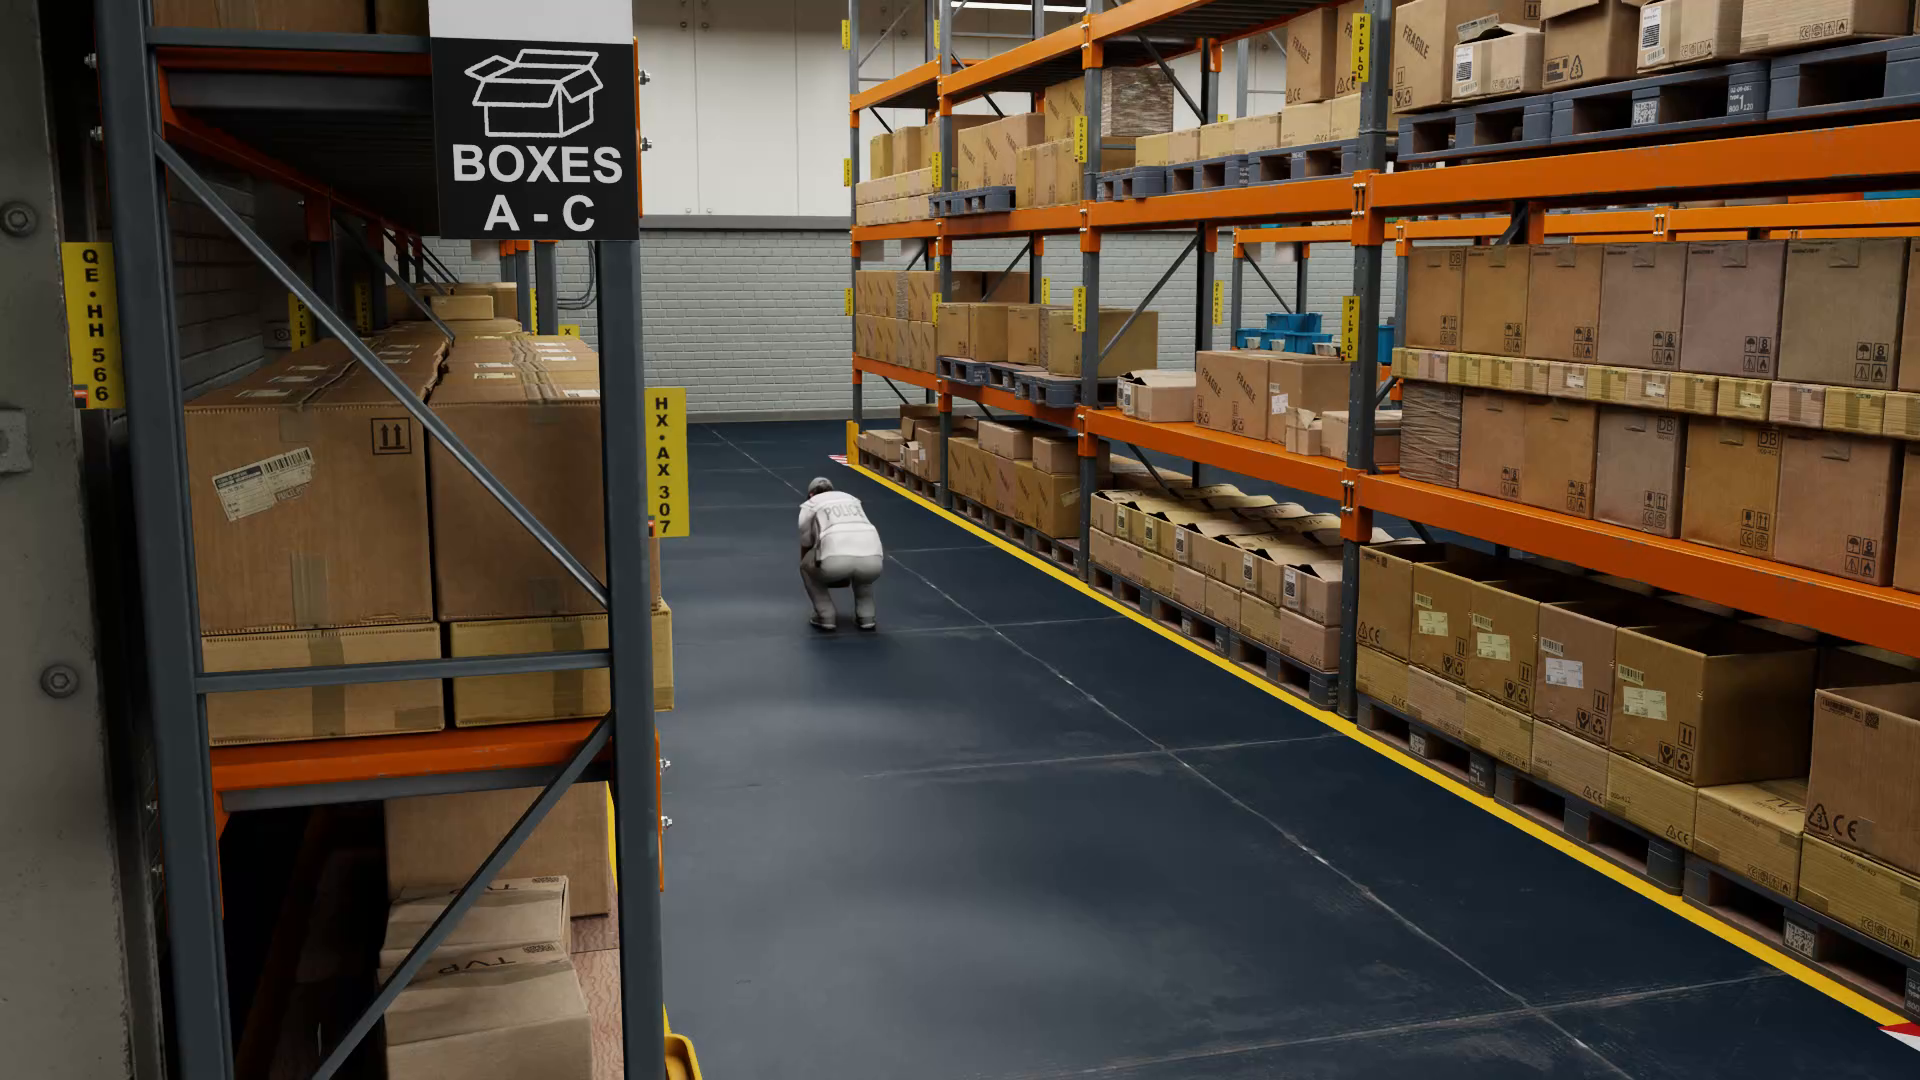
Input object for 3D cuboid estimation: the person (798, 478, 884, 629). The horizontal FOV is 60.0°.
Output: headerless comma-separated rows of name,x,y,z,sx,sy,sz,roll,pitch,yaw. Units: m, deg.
person,-0.799,0.095,11.020,0.497,0.955,0.861,-3,10,-17
